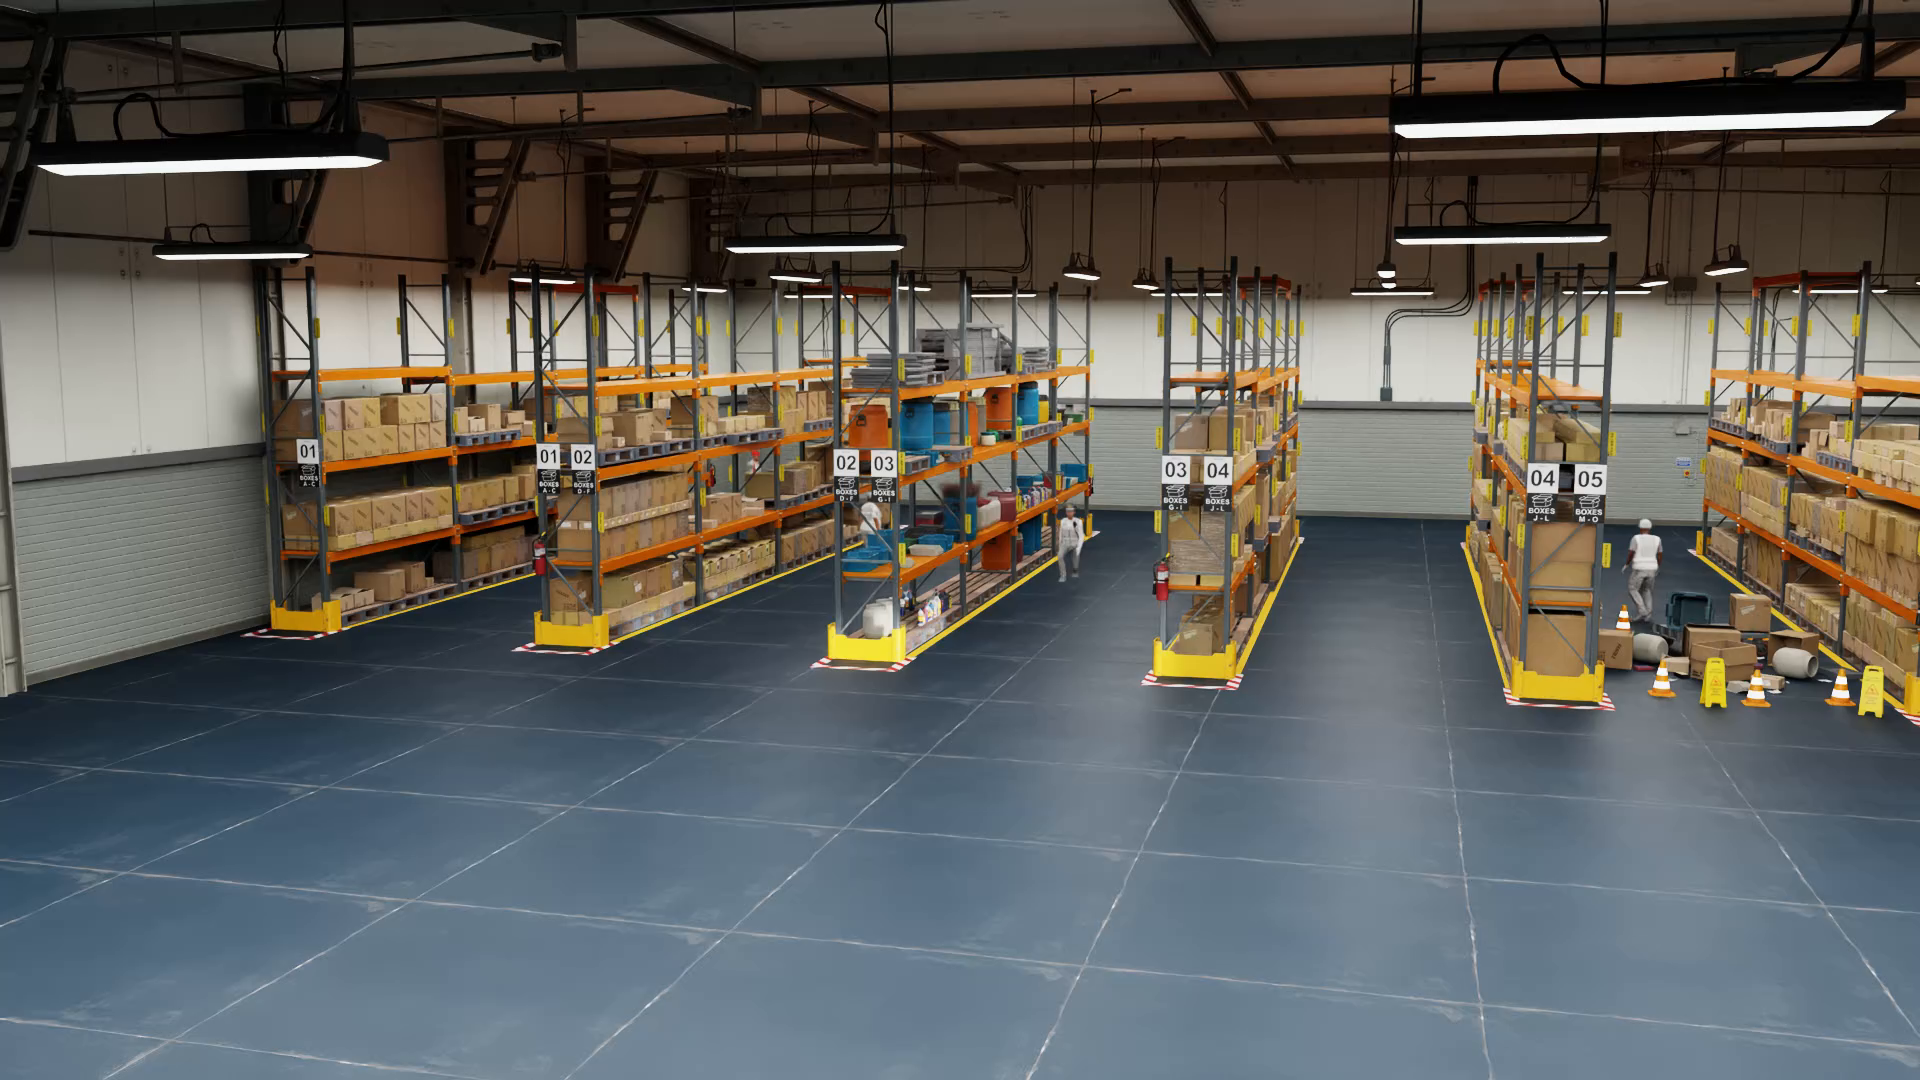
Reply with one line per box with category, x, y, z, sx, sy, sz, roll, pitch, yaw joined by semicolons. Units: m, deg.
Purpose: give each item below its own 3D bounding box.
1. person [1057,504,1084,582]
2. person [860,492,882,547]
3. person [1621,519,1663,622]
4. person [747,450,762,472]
person;2.086;0.036;31.386;0.467;1.441;1.048;1;7;6
person;-1.851;-0.160;34.275;0.502;1.663;0.526;-7;10;-44
person;11.756;0.530;28.537;0.630;1.752;0.686;-1;7;-7
person;-5.468;-1.480;43.978;0.487;1.788;0.578;2;8;15
